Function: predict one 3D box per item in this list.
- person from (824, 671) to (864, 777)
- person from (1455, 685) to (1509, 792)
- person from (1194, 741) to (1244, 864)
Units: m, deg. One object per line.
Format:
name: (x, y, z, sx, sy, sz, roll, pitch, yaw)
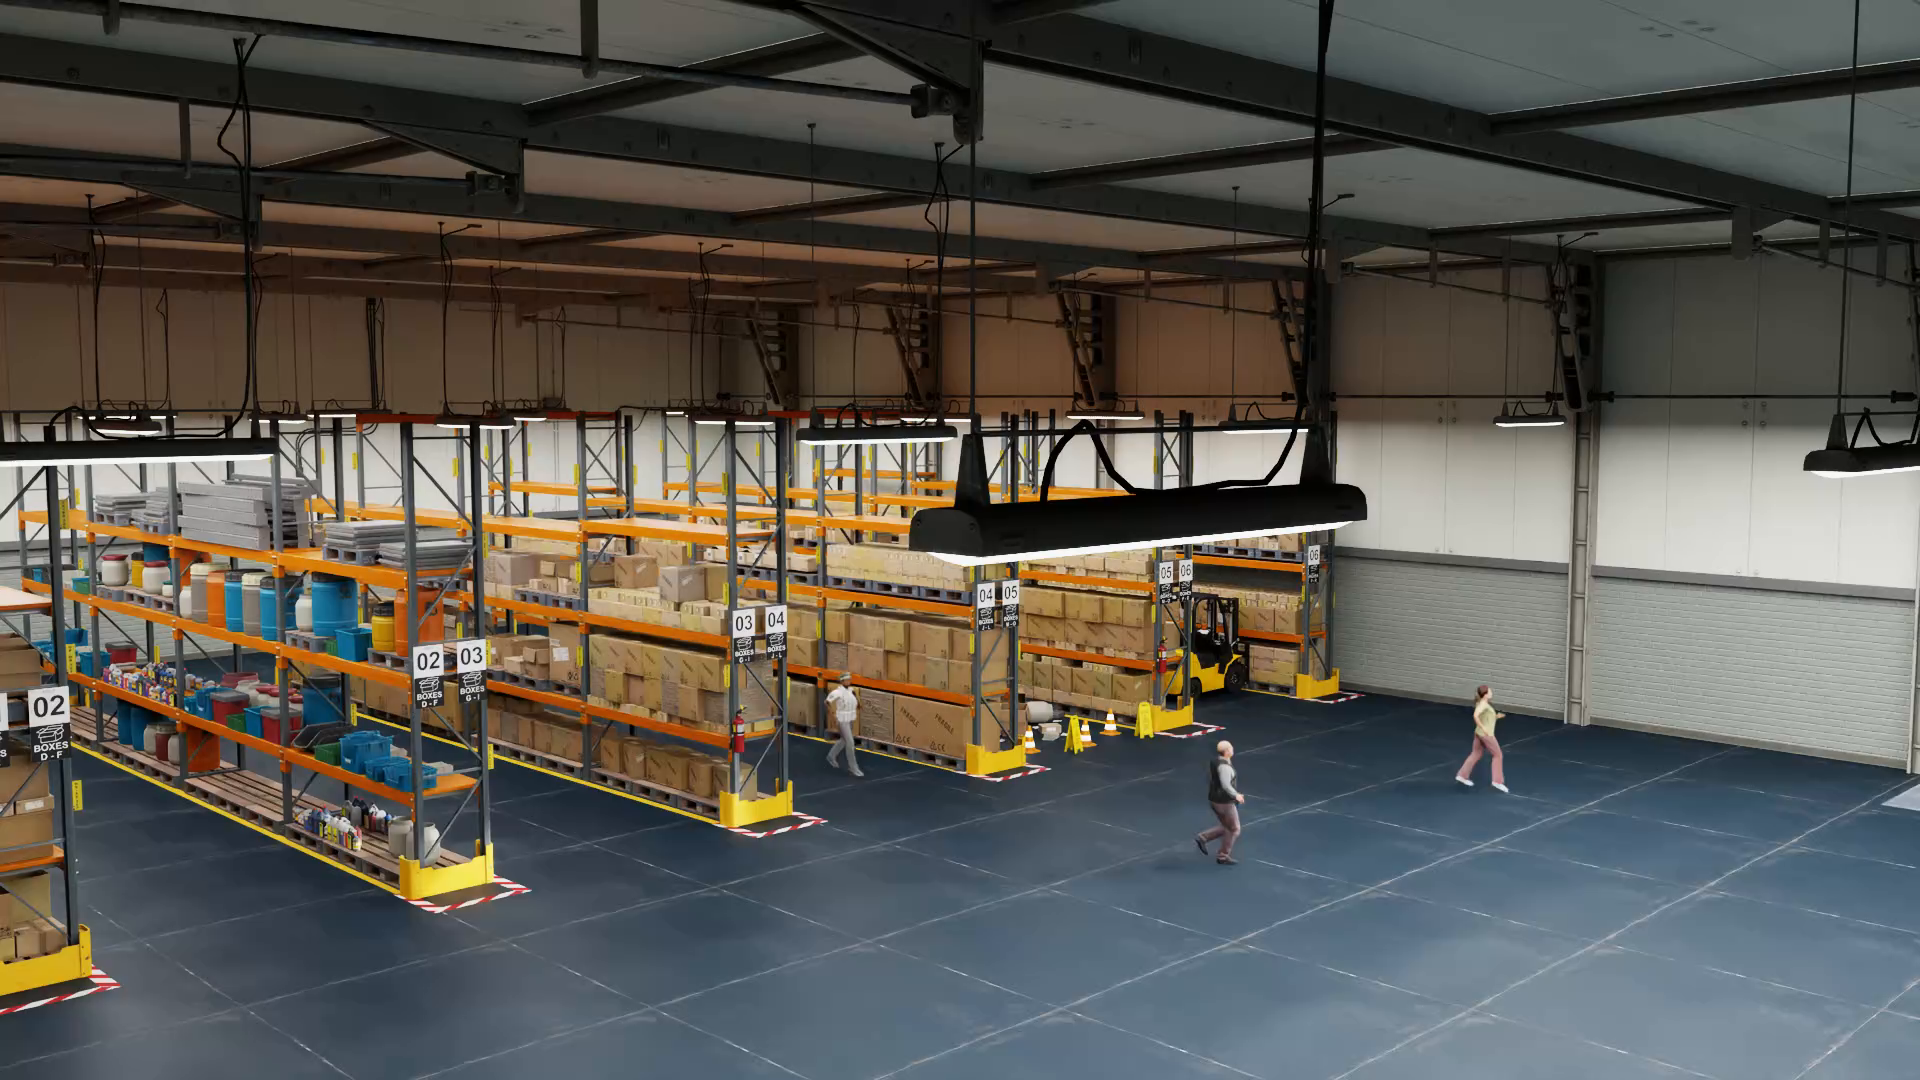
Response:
person: (-1.936, 3.054, 27.876, 0.872, 1.720, 0.566, 3, 6, 33)
person: (8.380, 3.133, 26.641, 0.830, 1.638, 0.552, 0, 5, -3)
person: (3.500, 3.544, 22.487, 0.600, 1.677, 0.690, -1, 5, -12)
